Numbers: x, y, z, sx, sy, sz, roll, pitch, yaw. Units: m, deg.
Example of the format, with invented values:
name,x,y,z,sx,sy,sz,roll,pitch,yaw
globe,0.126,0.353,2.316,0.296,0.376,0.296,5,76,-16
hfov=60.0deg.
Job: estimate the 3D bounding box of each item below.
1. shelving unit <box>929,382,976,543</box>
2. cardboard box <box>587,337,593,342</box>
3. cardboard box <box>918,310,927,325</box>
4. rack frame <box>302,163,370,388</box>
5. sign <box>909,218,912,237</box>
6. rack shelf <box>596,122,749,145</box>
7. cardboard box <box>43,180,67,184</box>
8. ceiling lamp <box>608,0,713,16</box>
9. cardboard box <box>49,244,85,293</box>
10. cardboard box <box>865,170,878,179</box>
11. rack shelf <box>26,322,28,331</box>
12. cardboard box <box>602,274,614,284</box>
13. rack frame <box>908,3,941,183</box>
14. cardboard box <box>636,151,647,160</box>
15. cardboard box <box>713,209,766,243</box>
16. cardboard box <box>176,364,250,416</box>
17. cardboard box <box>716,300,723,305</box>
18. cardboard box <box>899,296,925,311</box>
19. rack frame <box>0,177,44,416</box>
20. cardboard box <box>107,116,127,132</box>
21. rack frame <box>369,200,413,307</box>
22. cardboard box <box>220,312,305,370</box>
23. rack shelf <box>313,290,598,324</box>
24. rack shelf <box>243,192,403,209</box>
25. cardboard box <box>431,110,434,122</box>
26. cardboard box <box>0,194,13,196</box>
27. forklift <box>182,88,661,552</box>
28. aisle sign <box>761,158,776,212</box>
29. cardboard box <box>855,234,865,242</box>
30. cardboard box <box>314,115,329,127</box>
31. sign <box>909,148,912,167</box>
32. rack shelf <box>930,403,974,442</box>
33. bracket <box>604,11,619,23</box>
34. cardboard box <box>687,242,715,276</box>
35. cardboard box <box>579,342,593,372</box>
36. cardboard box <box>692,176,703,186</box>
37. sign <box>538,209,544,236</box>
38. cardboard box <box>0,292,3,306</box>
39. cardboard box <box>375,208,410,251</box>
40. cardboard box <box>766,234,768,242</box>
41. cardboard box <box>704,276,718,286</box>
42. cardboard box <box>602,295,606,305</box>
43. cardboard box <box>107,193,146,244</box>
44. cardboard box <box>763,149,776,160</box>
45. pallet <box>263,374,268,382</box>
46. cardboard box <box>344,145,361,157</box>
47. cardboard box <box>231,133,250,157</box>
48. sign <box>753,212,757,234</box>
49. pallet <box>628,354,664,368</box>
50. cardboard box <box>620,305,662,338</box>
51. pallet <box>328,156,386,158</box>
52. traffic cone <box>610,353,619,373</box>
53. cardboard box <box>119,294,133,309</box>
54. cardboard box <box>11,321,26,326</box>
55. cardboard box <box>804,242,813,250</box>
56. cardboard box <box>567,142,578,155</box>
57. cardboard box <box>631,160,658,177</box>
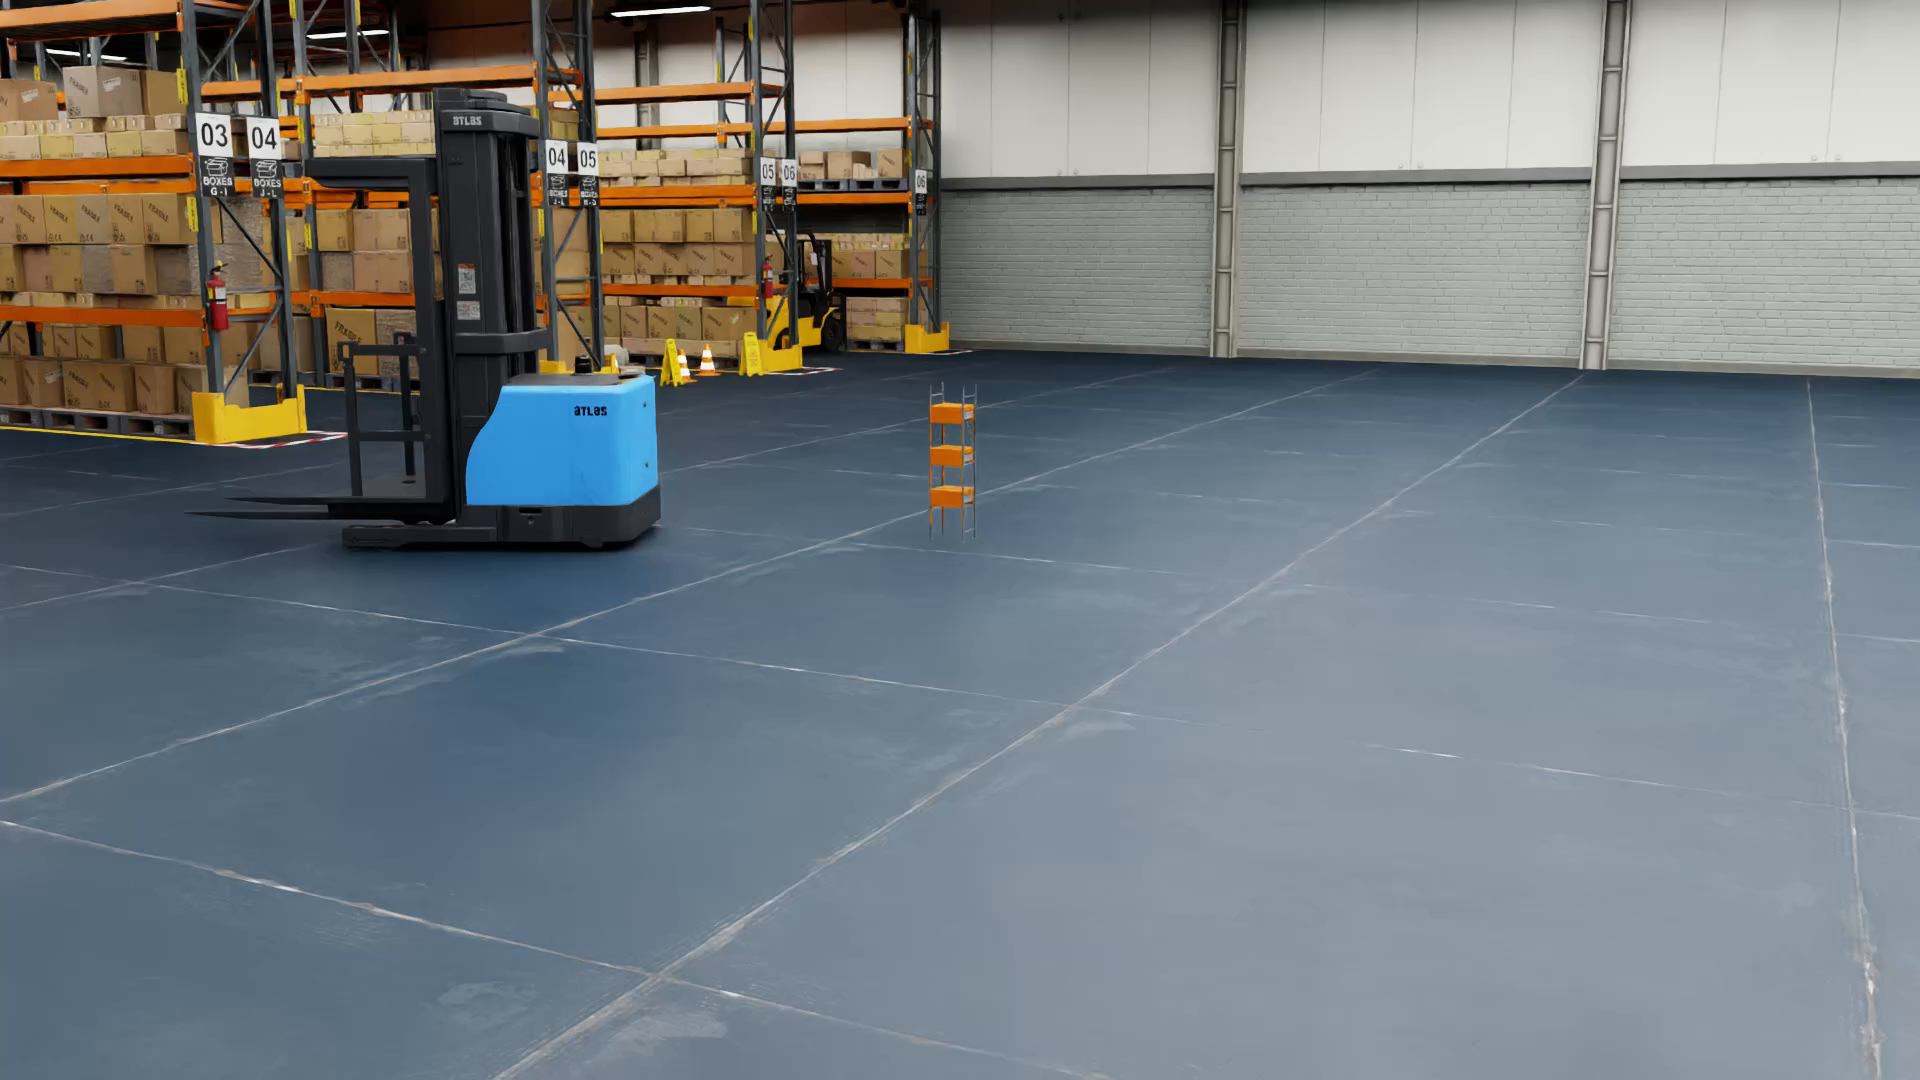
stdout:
name,x,y,z,sx,sy,sz,roll,pitch,yaw
shelving unit,-0.048,-0.521,11.160,0.252,1.050,0.215,5,11,26
cardboard box,-5.988,-3.190,26.975,0.500,0.250,0.500,4,11,23
cardboard box,-0.947,-4.074,30.454,0.500,0.250,0.500,5,12,27
rack frame,-8.497,-3.627,22.850,0.127,3.000,1.000,5,11,26
sign,-0.870,-5.505,29.306,0.005,0.325,0.100,5,11,26
rack shelf,-5.998,-7.778,32.080,4.000,0.370,1.077,5,11,26
cardboard box,-13.163,-5.510,24.546,0.500,0.500,0.500,5,11,26
ceiling lamp,-5.053,-10.681,28.590,2.000,3.185,0.800,5,11,26
cardboard box,-9.050,-2.879,17.600,0.500,0.500,0.875,5,11,26
cardboard box,-1.495,-6.529,29.704,0.250,0.149,0.380,5,11,24
rack shelf,-12.576,-2.647,19.452,4.000,0.370,1.077,5,11,26
cardboard box,-5.550,-4.174,26.573,0.250,0.149,0.380,5,12,28
rack frame,-0.618,-7.856,29.368,0.127,3.000,1.000,5,11,26
cardboard box,-4.829,-5.984,25.918,0.250,0.149,0.380,5,12,27
cardboard box,-3.365,-4.804,25.426,0.500,0.500,0.700,5,11,24
cardboard box,-7.748,-1.557,17.248,0.500,0.500,0.500,8,13,36
cardboard box,-4.678,-4.296,32.036,0.625,0.625,0.875,6,12,28
cardboard box,-0.965,-4.318,30.397,0.500,0.250,0.500,5,11,25
rack frame,-10.783,-2.843,18.517,0.127,3.000,1.000,5,11,26
cardboard box,-8.293,-4.158,16.659,0.250,0.149,0.380,5,11,26
rack frame,-9.985,-4.741,29.004,0.127,3.000,1.000,5,11,26
cardboard box,-9.957,-2.838,23.627,0.750,0.750,1.050,5,11,26
rack shelf,-6.704,-3.116,22.044,4.000,0.370,1.077,5,11,26
rack shelf,-11.778,-6.021,29.672,4.000,0.370,1.077,5,11,26
cardboard box,-6.502,-5.385,21.148,0.250,0.149,0.380,5,11,25
cardboard box,-11.433,-3.430,18.896,1.000,1.000,1.000,5,11,26
forklift,-3.629,-1.459,11.064,3.031,2.935,1.130,0,10,1
aisle sign,-2.883,-5.339,25.006,0.004,0.787,0.394,5,11,26
cardboard box,-1.704,-5.475,30.123,0.250,0.149,0.380,5,11,26
cardboard box,-8.321,-5.545,22.030,0.250,0.149,0.380,5,11,26
sign,-0.870,-6.691,29.091,0.005,0.325,0.100,5,11,26
rack shelf,-0.048,-0.790,11.111,0.240,0.259,0.215,5,11,26
bracket,-6.753,-10.275,32.626,0.430,0.232,0.235,5,11,26
cardboard box,-3.866,-4.345,25.701,0.500,0.500,0.500,5,11,26
cardboard box,-5.506,-2.616,24.274,0.637,0.503,0.797,-2,11,-14
cardboard box,-3.913,-5.518,25.579,0.250,0.149,0.380,5,11,26
sign,-5.163,-3.913,20.512,0.005,0.325,0.100,5,11,26
cardboard box,-10.268,-2.618,17.976,0.250,0.149,0.380,5,11,26
cardboard box,-7.214,-4.109,22.056,0.550,0.550,0.875,5,11,26
cardboard box,-3.543,-5.636,31.013,0.250,0.149,0.380,5,11,25
cardboard box,-3.737,-4.008,25.660,0.250,0.149,0.380,5,11,25
cardboard box,-5.902,-3.859,26.743,0.250,0.149,0.380,5,11,27
cardboard box,-8.249,-3.258,16.885,0.500,0.500,0.500,5,11,26
cardboard box,-3.039,-5.916,25.540,0.250,0.149,0.380,5,11,25
pallet,-10.321,-2.400,23.898,1.213,0.211,1.003,5,11,26
cardboard box,-7.865,-5.113,21.880,0.250,0.149,0.380,5,11,26
cardboard box,-7.513,-4.009,16.960,0.500,0.250,0.500,5,12,28
sign,-3.074,-4.749,24.909,0.005,0.325,0.100,5,11,26
pallet,-4.682,-2.911,26.720,1.213,0.211,1.003,5,11,26
cardboard box,-5.039,-3.478,26.458,0.500,0.500,0.500,6,12,29
pallet,-7.768,-4.994,22.226,1.213,0.211,1.003,5,11,26
traffic cone,-4.758,-2.333,22.819,0.334,0.463,0.336,5,11,26
cardboard box,-8.436,-2.474,17.181,0.250,0.149,0.380,5,11,26
cardboard box,-14.192,-3.421,25.441,0.500,0.250,0.500,6,12,28
cardboard box,-2.657,-5.395,30.516,0.250,0.149,0.380,5,11,25
cardboard box,-5.076,-4.999,21.250,0.250,0.149,0.380,5,11,26
cardboard box,-4.760,-5.776,25.885,0.500,0.250,0.500,5,11,26
